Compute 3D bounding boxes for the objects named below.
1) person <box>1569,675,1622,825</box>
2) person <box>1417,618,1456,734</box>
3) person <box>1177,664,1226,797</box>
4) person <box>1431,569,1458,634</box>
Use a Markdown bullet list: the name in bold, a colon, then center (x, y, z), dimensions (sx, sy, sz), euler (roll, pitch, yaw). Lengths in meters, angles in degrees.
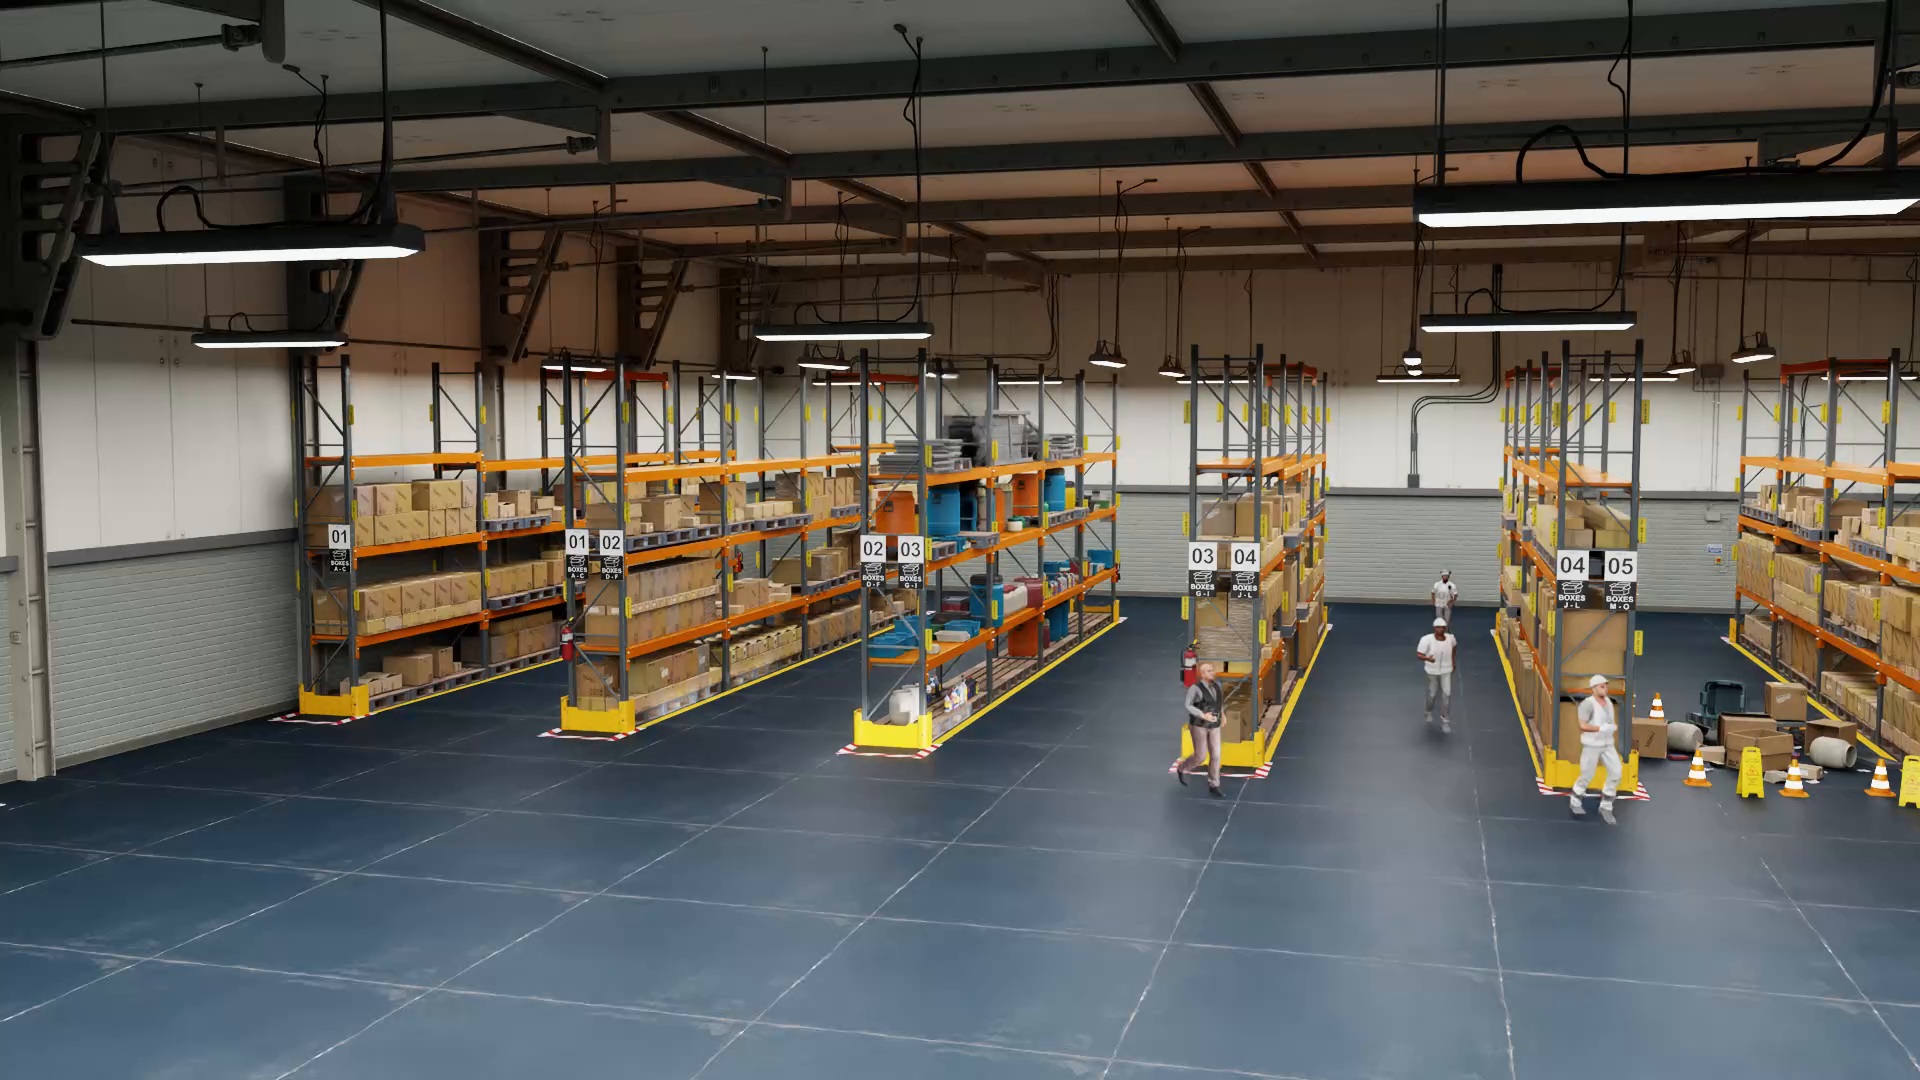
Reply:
- **person**: center (7.842, 2.576, 20.465), dimensions (0.665, 1.851, 0.775), euler (-2, 5, -21)
- **person**: center (7.607, 2.123, 26.526), dimensions (0.640, 1.796, 0.890), euler (1, 4, 8)
- **person**: center (3.245, 2.495, 22.073), dimensions (0.683, 1.731, 0.822), euler (-3, 5, -32)
- **person**: center (10.553, 1.463, 36.265), dimensions (0.574, 1.664, 0.547), euler (1, 5, 18)
